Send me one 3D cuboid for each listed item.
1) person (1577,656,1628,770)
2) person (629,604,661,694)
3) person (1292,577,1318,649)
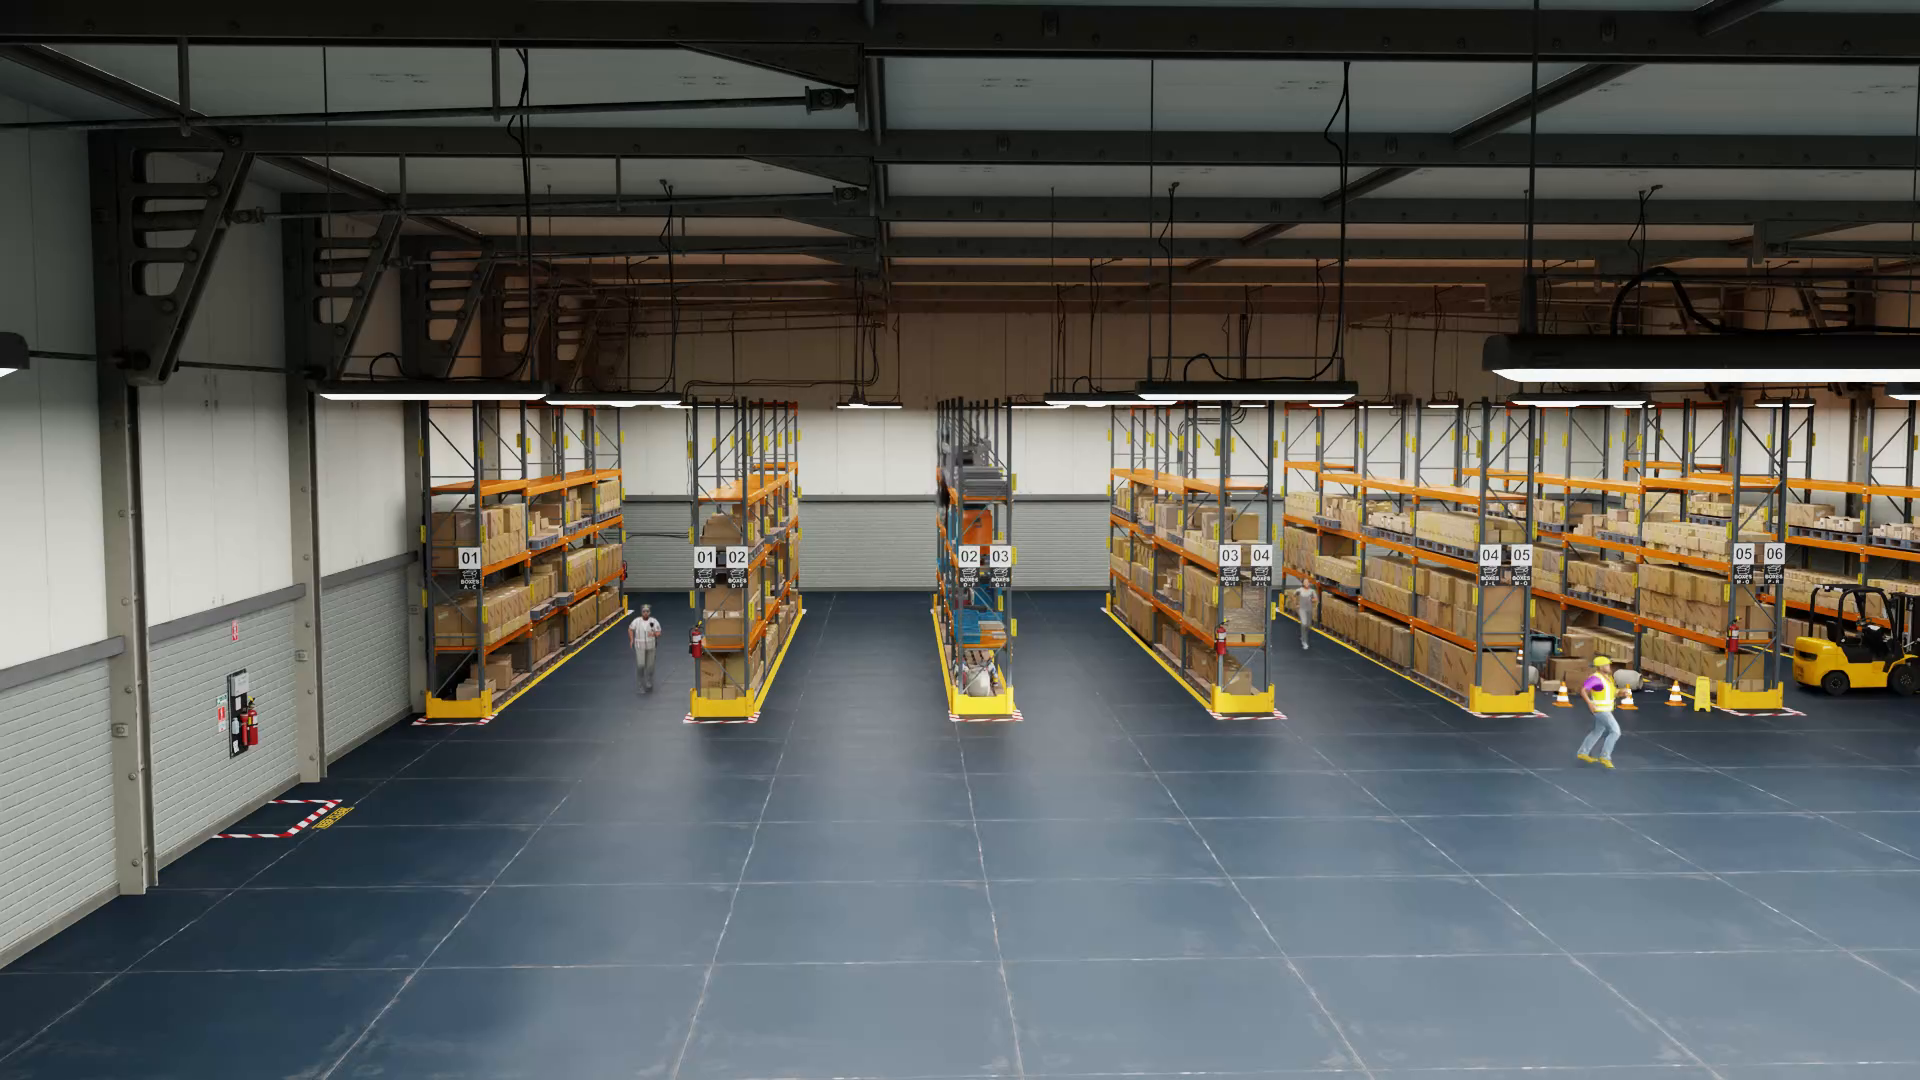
[{"bbox_3d":[10.334,2.780,26.751,0.749,1.823,0.669,2,5,29],"label":"person"},{"bbox_3d":[-6.412,2.232,33.922,0.631,1.845,0.754,-1,5,-17],"label":"person"},{"bbox_3d":[8.388,1.767,40.397,0.546,1.670,0.879,0,4,-6],"label":"person"}]
